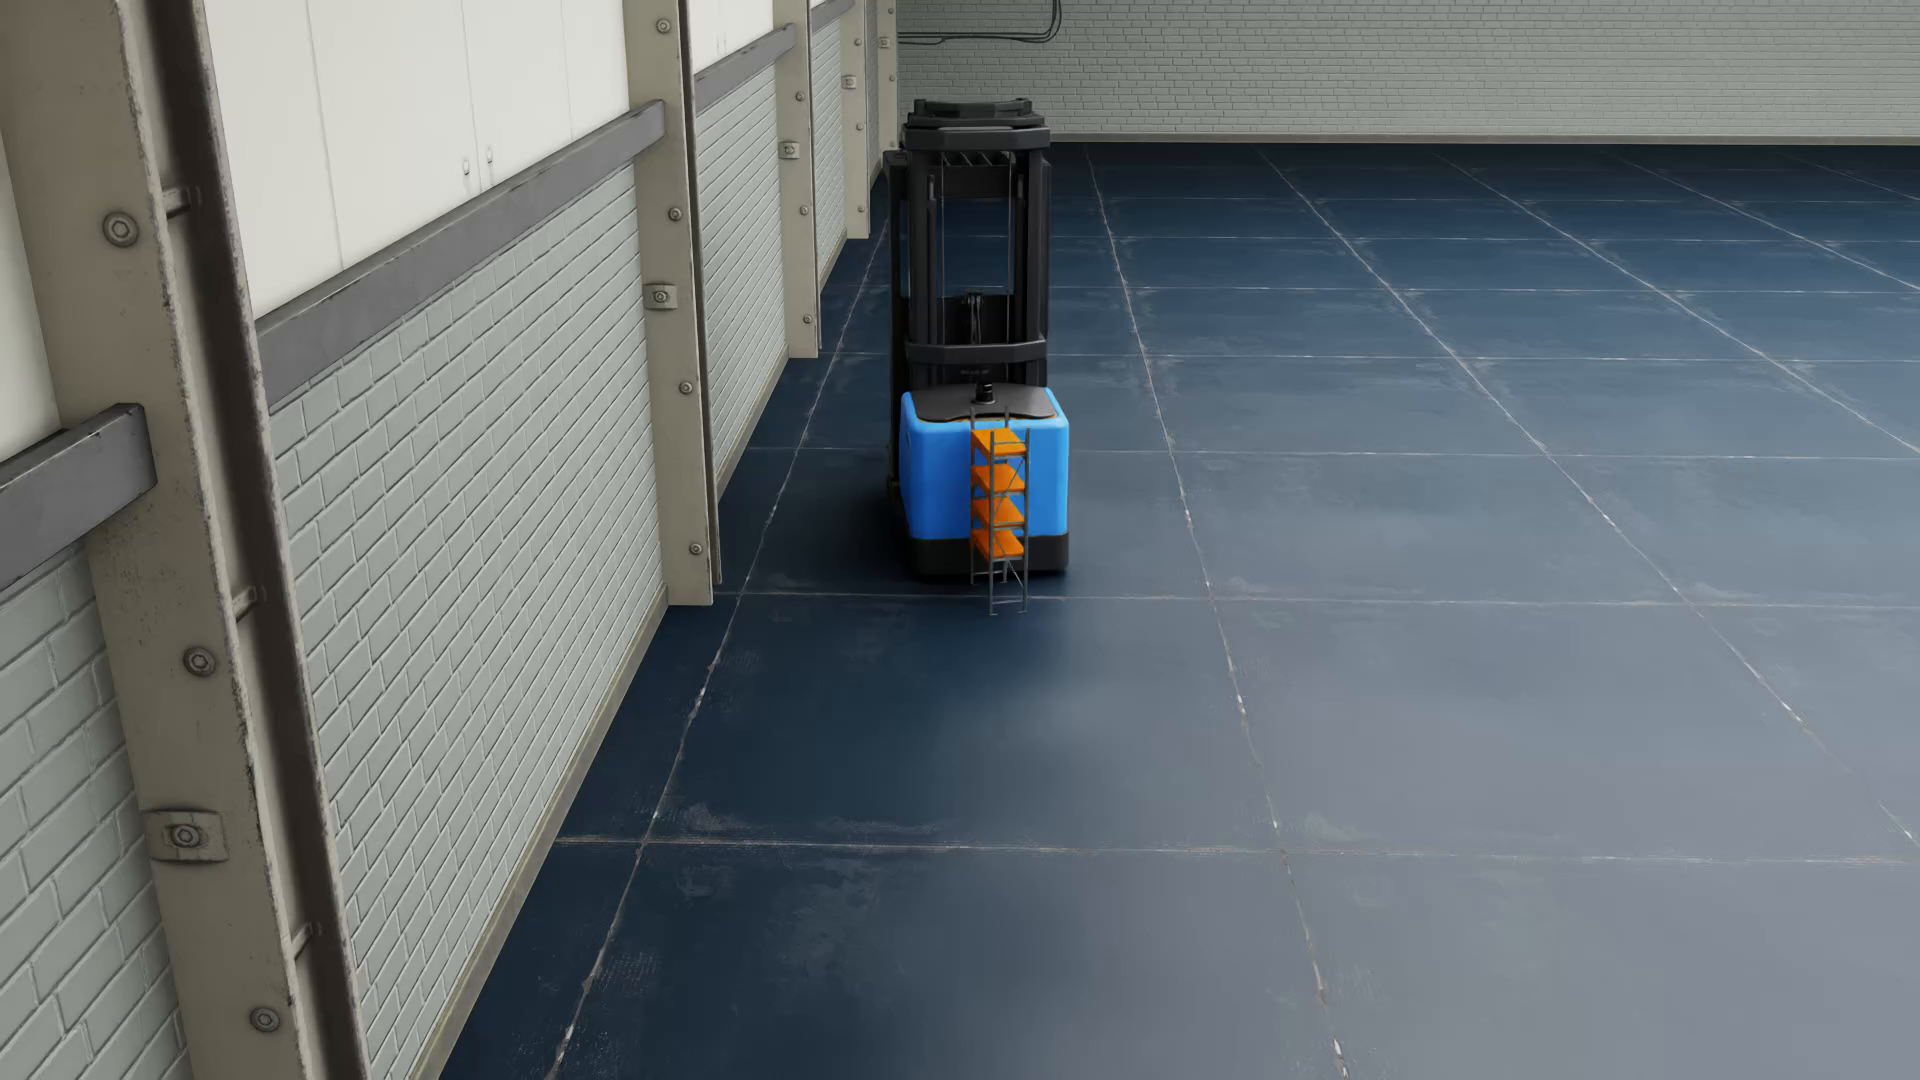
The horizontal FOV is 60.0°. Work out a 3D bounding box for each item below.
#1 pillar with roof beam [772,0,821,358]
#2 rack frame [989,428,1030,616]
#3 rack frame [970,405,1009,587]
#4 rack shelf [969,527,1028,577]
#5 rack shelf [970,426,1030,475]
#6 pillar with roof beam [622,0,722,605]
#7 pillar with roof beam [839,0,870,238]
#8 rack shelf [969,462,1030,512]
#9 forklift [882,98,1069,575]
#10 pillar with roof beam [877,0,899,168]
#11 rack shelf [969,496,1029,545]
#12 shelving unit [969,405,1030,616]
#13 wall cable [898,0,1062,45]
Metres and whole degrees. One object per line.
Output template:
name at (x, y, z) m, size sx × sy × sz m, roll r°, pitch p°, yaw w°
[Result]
pillar with roof beam at (2.774, -5.979, 14.499) m, size 9.100 × 9.000 × 0.400 m, roll 1°, pitch 21°, yaw 2°
rack frame at (0.298, -0.099, 10.125) m, size 0.240 × 1.200 × 0.015 m, roll -5°, pitch 22°, yaw -13°
rack frame at (0.184, -0.271, 10.567) m, size 0.240 × 1.200 × 0.015 m, roll -5°, pitch 22°, yaw -13°
rack shelf at (0.240, 0.063, 10.442) m, size 0.258 × 0.148 × 0.480 m, roll -5°, pitch 22°, yaw -13°
rack shelf at (0.241, -0.551, 10.204) m, size 0.258 × 0.148 × 0.480 m, roll -5°, pitch 22°, yaw -13°
pillar with roof beam at (2.591, -3.810, 8.907) m, size 9.100 × 9.000 × 0.400 m, roll 1°, pitch 21°, yaw 2°
pillar with roof beam at (2.956, -8.148, 20.090) m, size 9.100 × 9.000 × 0.400 m, roll 1°, pitch 21°, yaw 2°
rack shelf at (0.241, -0.331, 10.290) m, size 0.258 × 0.148 × 0.480 m, roll -5°, pitch 22°, yaw -13°
forklift at (0.039, -1.634, 11.689) m, size 1.130 × 2.935 × 3.031 m, roll -2°, pitch 21°, yaw -6°
pillar with roof beam at (3.139, -10.318, 25.681) m, size 9.100 × 9.000 × 0.400 m, roll 1°, pitch 21°, yaw 2°
rack shelf at (0.241, -0.122, 10.370) m, size 0.258 × 0.148 × 0.480 m, roll -5°, pitch 22°, yaw -13°
shelving unit at (0.241, -0.185, 10.346) m, size 0.258 × 1.200 × 0.503 m, roll -5°, pitch 22°, yaw -13°
wall cable at (0.247, -9.968, 29.072) m, size 3.097 × 2.526 × 0.112 m, roll 1°, pitch 21°, yaw 2°
